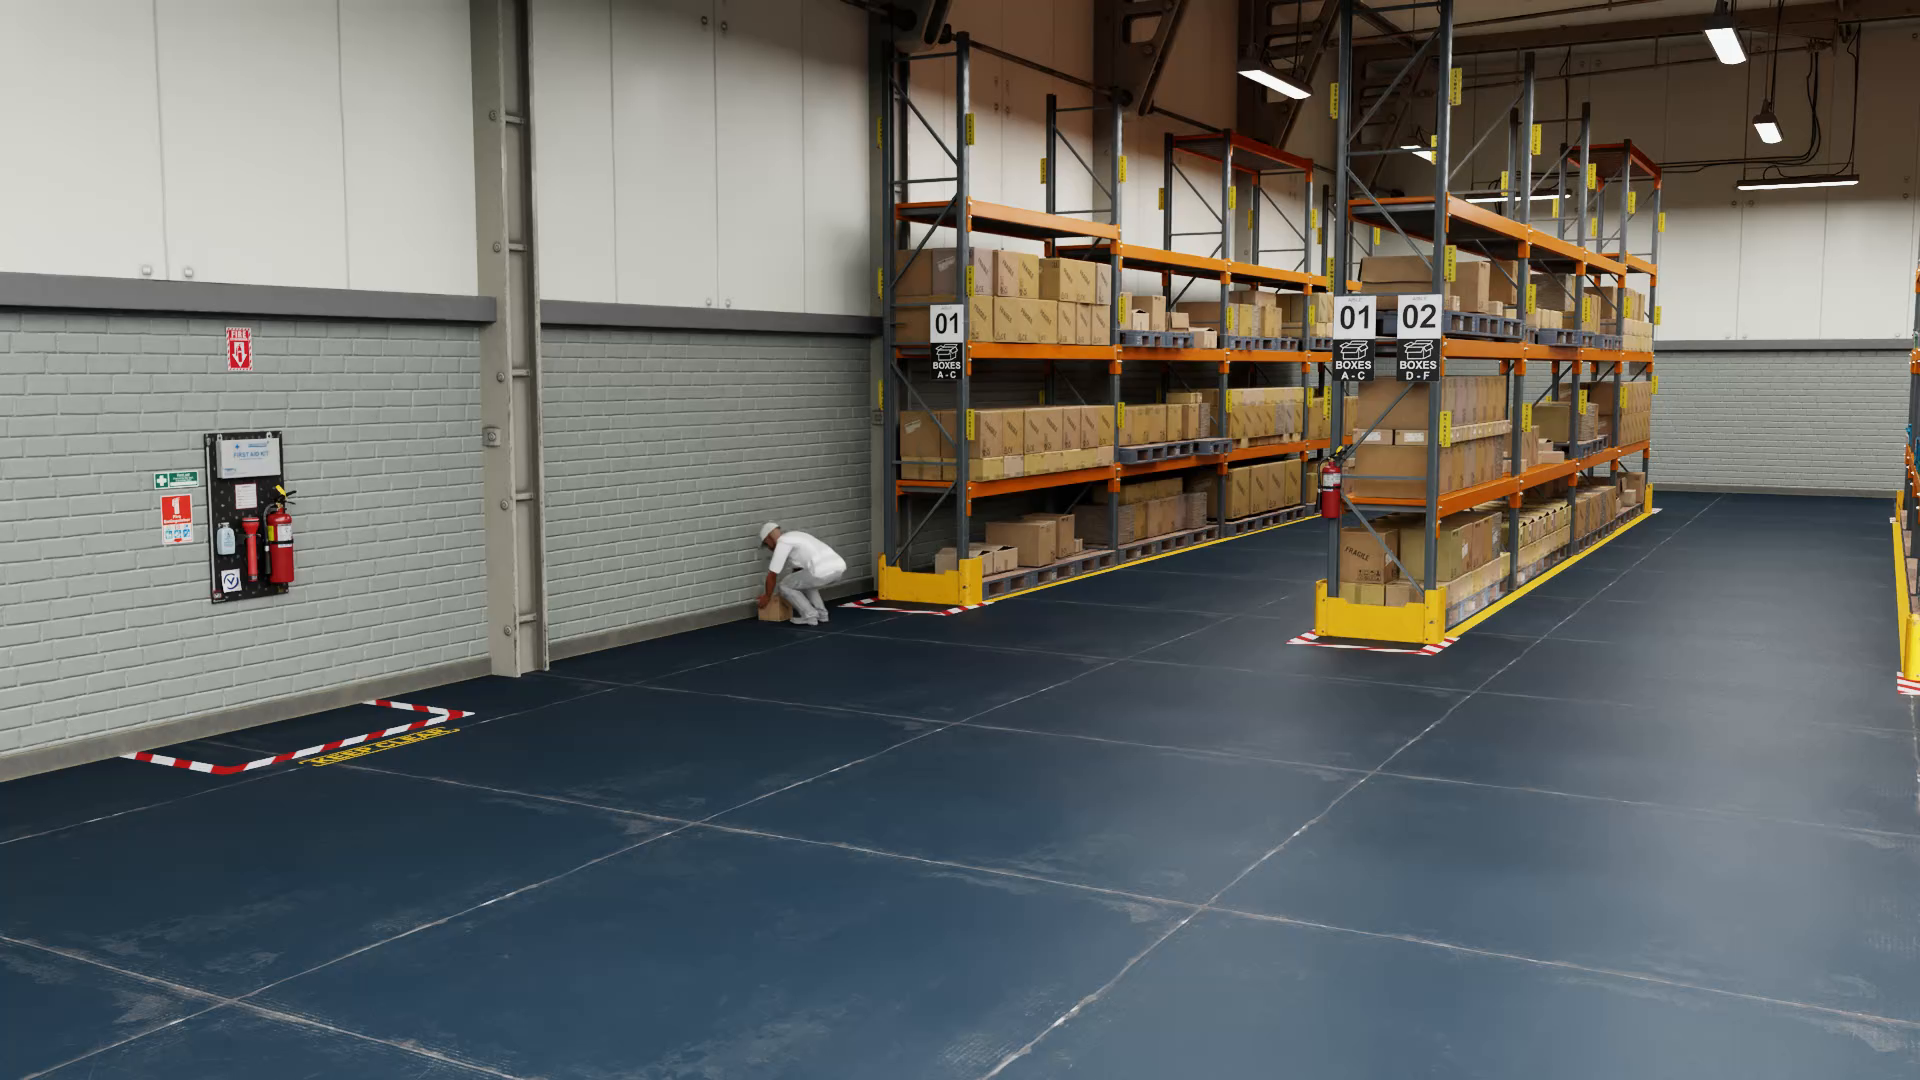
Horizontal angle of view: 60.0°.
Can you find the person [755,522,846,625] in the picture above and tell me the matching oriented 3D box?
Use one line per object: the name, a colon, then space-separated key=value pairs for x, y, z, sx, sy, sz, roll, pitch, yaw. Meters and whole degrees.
person: x=-1.597 y=0.332 z=16.590 sx=0.890 sy=0.995 sz=0.585 roll=3 pitch=7 yaw=28
